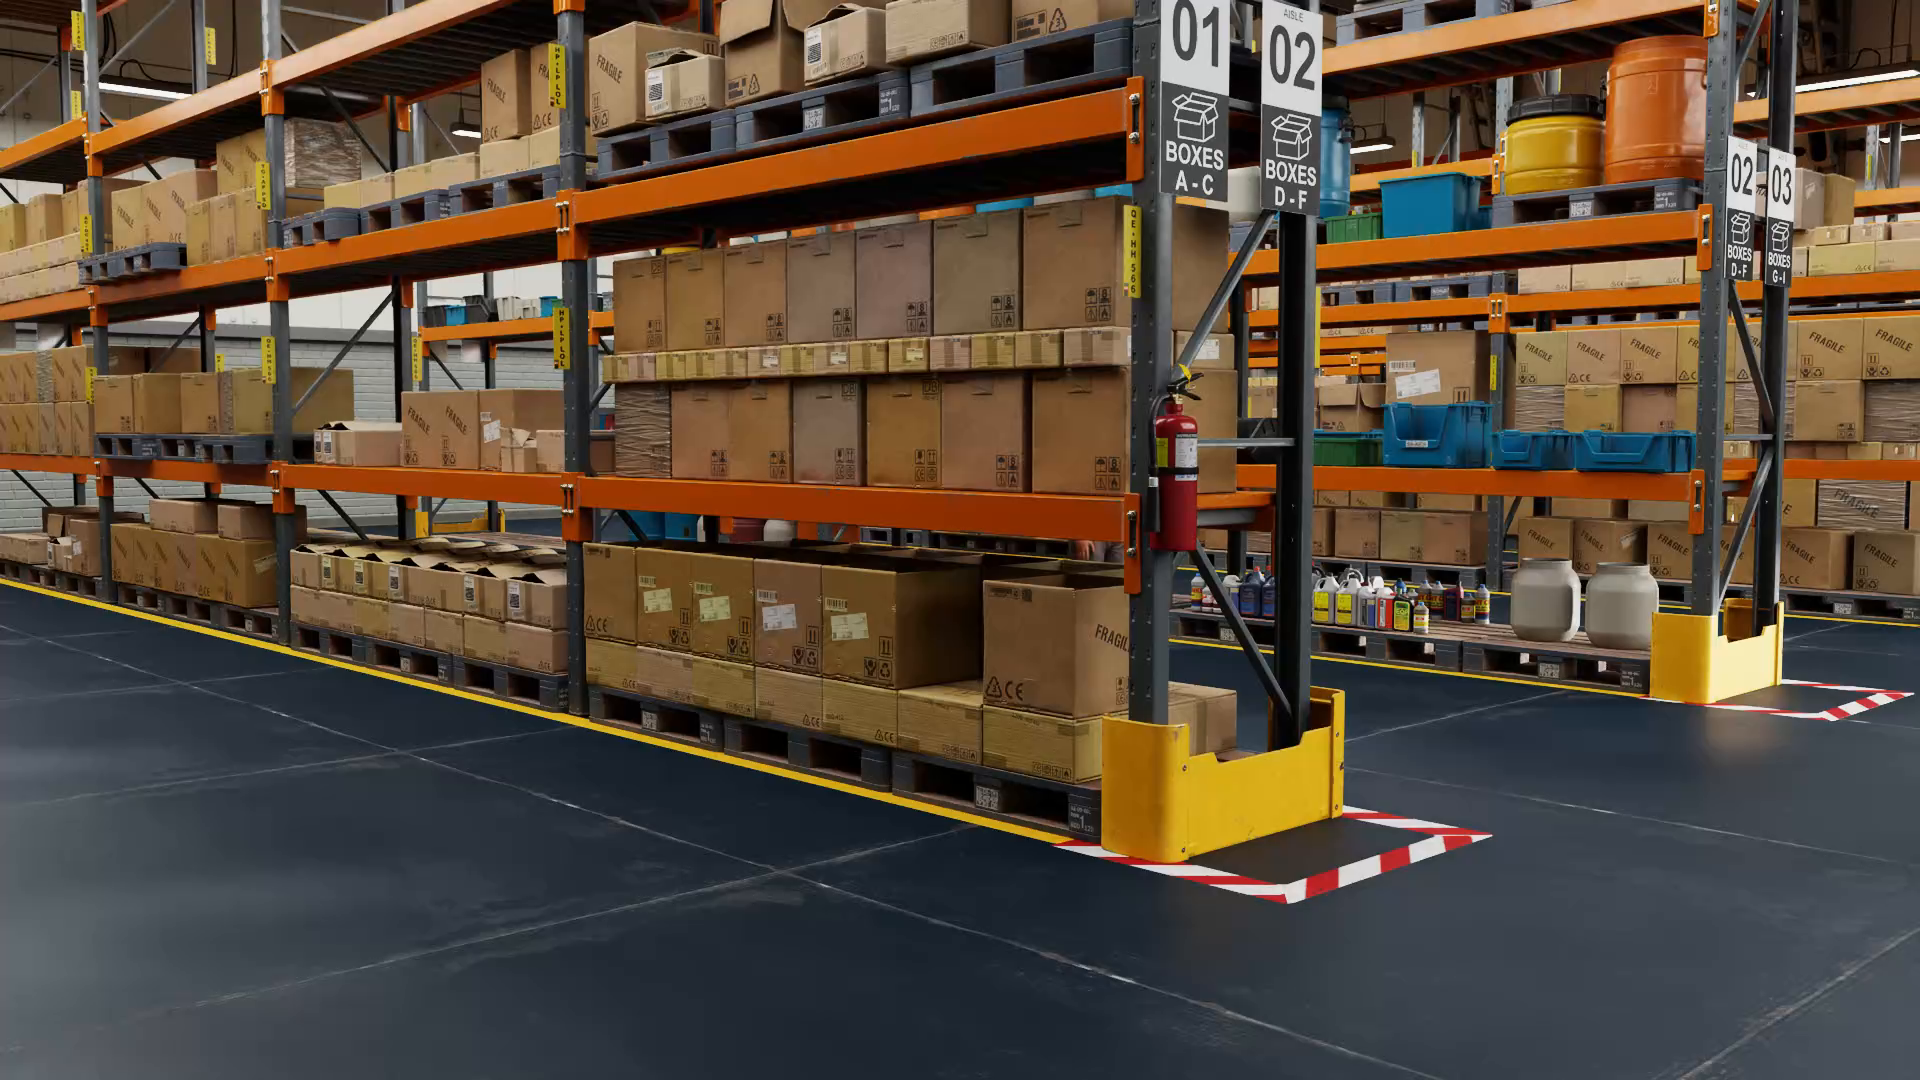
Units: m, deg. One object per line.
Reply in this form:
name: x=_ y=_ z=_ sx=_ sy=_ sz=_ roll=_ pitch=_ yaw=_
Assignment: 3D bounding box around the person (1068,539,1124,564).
person: x=0.884 y=-0.002 z=10.485 sx=0.425 sy=1.720 sz=0.592 roll=4 pitch=5 yaw=42
